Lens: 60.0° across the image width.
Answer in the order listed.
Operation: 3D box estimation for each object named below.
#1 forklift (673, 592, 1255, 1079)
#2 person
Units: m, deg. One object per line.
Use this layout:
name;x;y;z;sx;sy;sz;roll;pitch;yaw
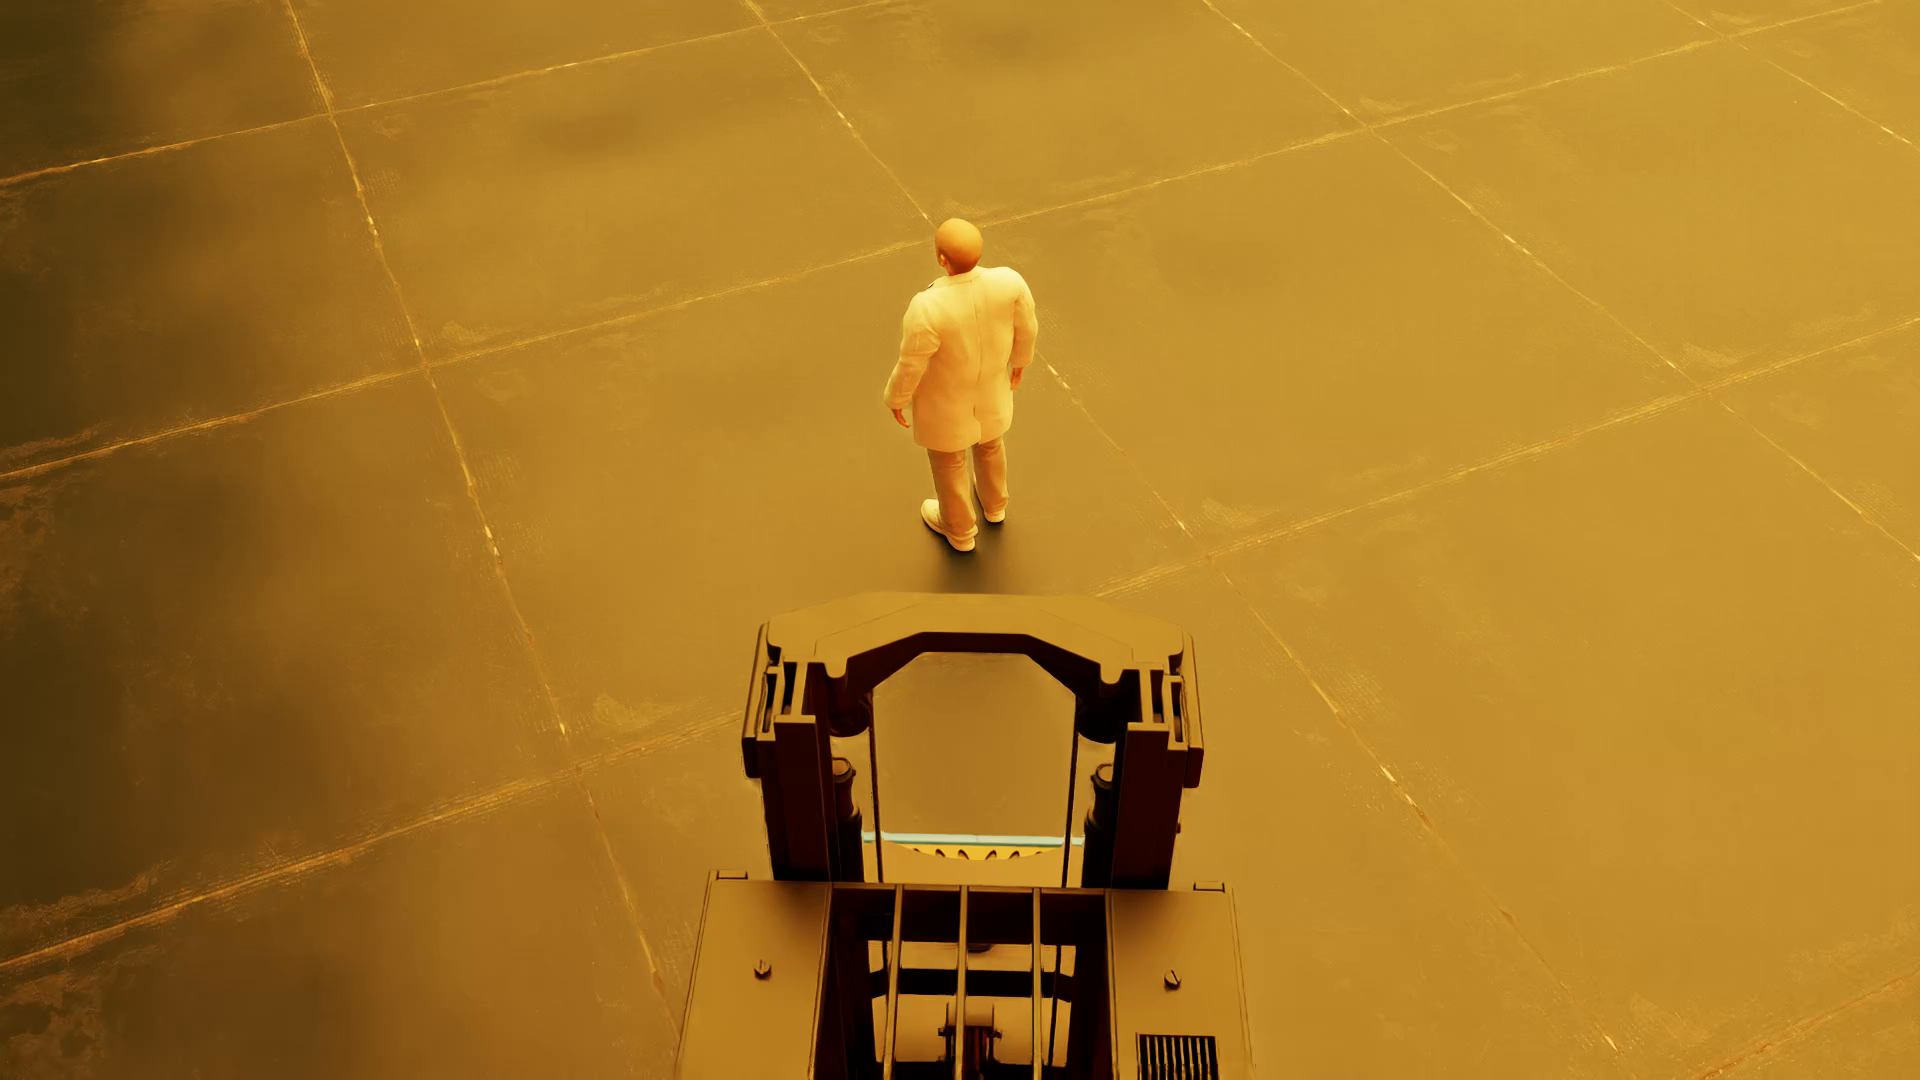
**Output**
forklift;0.011;1.653;3.909;1.130;2.935;3.031;1;43;1
person;-0.035;-0.713;7.279;0.696;1.778;0.578;-18;46;-18
